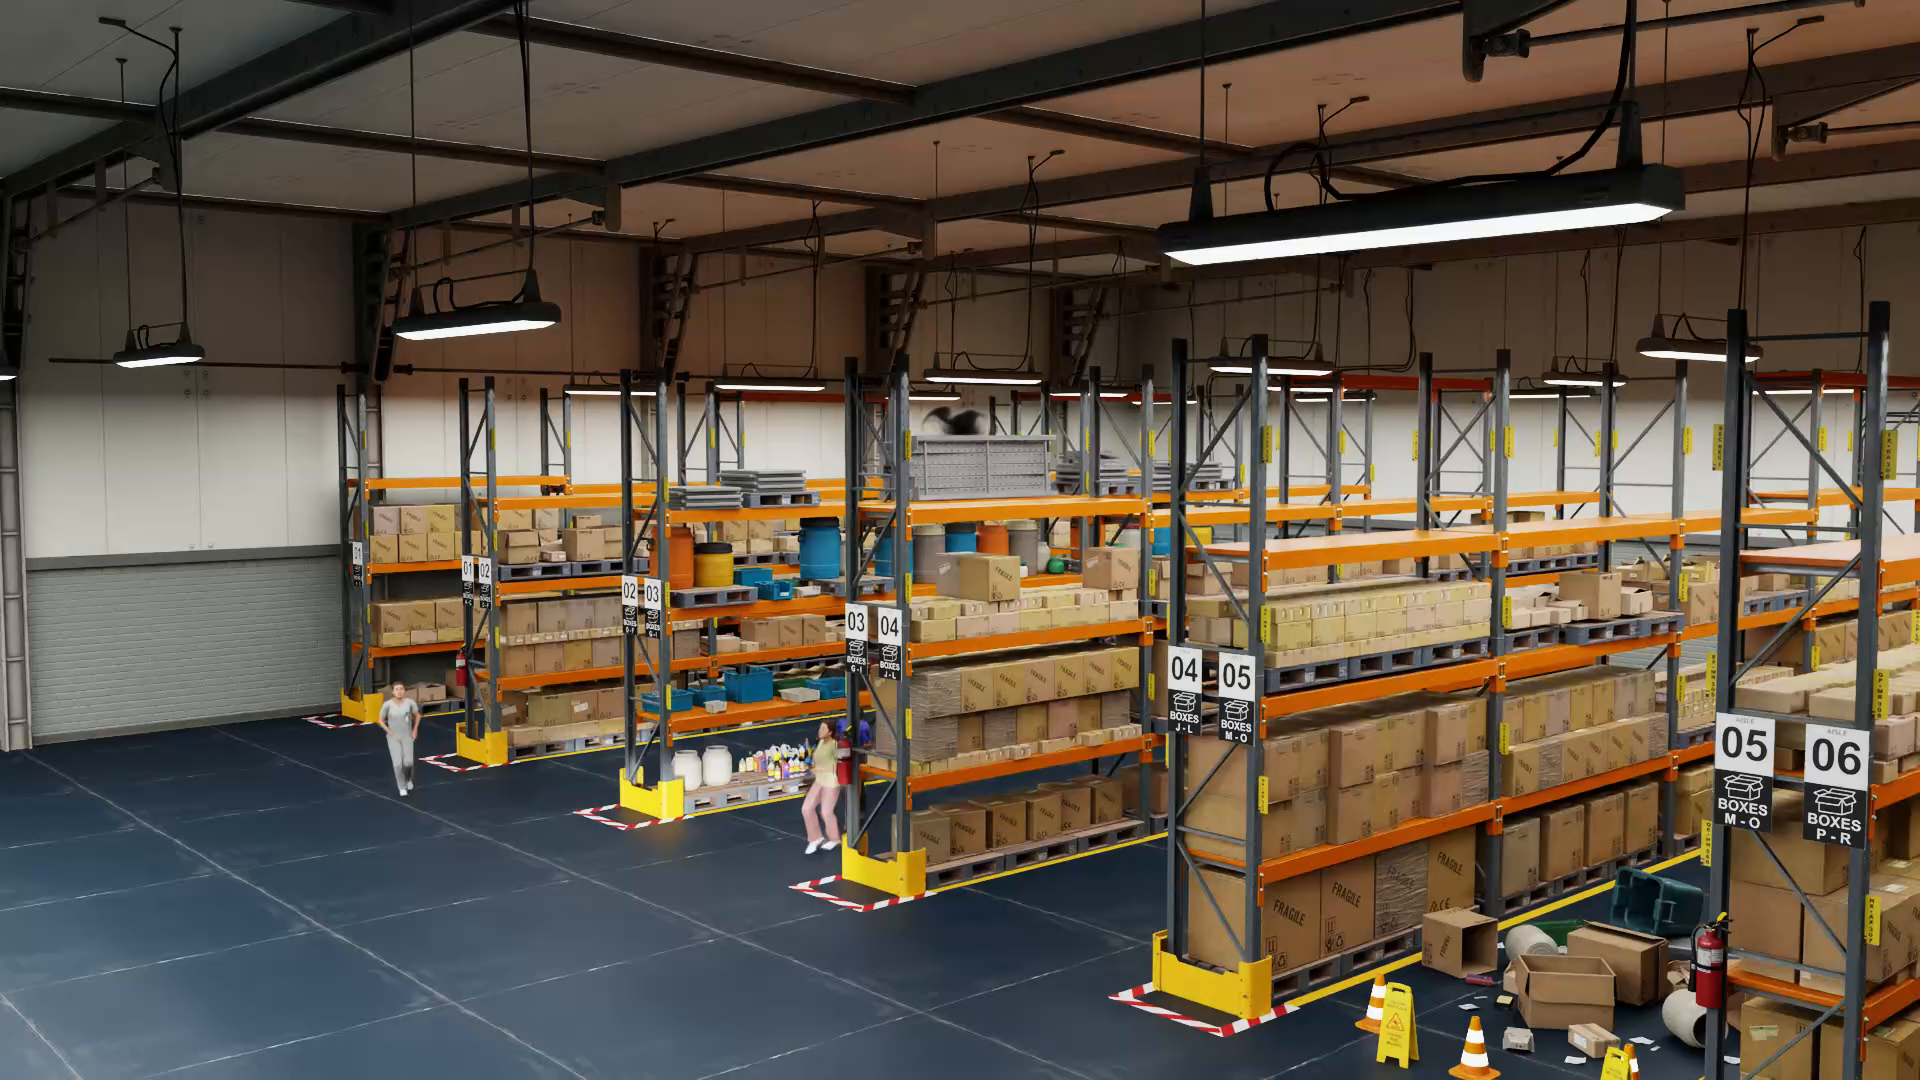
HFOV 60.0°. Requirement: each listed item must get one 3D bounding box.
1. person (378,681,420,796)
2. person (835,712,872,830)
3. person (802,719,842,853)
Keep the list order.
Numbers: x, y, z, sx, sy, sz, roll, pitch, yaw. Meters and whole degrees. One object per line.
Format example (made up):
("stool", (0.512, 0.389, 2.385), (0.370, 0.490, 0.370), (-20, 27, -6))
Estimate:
("person", (-7.917, 2.805, 23.497), (0.567, 1.632, 0.553), (-1, 4, -19))
("person", (-1.411, 2.936, 21.675), (0.577, 1.697, 0.766), (1, 4, 13))
("person", (-1.618, 3.024, 20.374), (0.559, 1.692, 0.603), (3, 5, 43))
